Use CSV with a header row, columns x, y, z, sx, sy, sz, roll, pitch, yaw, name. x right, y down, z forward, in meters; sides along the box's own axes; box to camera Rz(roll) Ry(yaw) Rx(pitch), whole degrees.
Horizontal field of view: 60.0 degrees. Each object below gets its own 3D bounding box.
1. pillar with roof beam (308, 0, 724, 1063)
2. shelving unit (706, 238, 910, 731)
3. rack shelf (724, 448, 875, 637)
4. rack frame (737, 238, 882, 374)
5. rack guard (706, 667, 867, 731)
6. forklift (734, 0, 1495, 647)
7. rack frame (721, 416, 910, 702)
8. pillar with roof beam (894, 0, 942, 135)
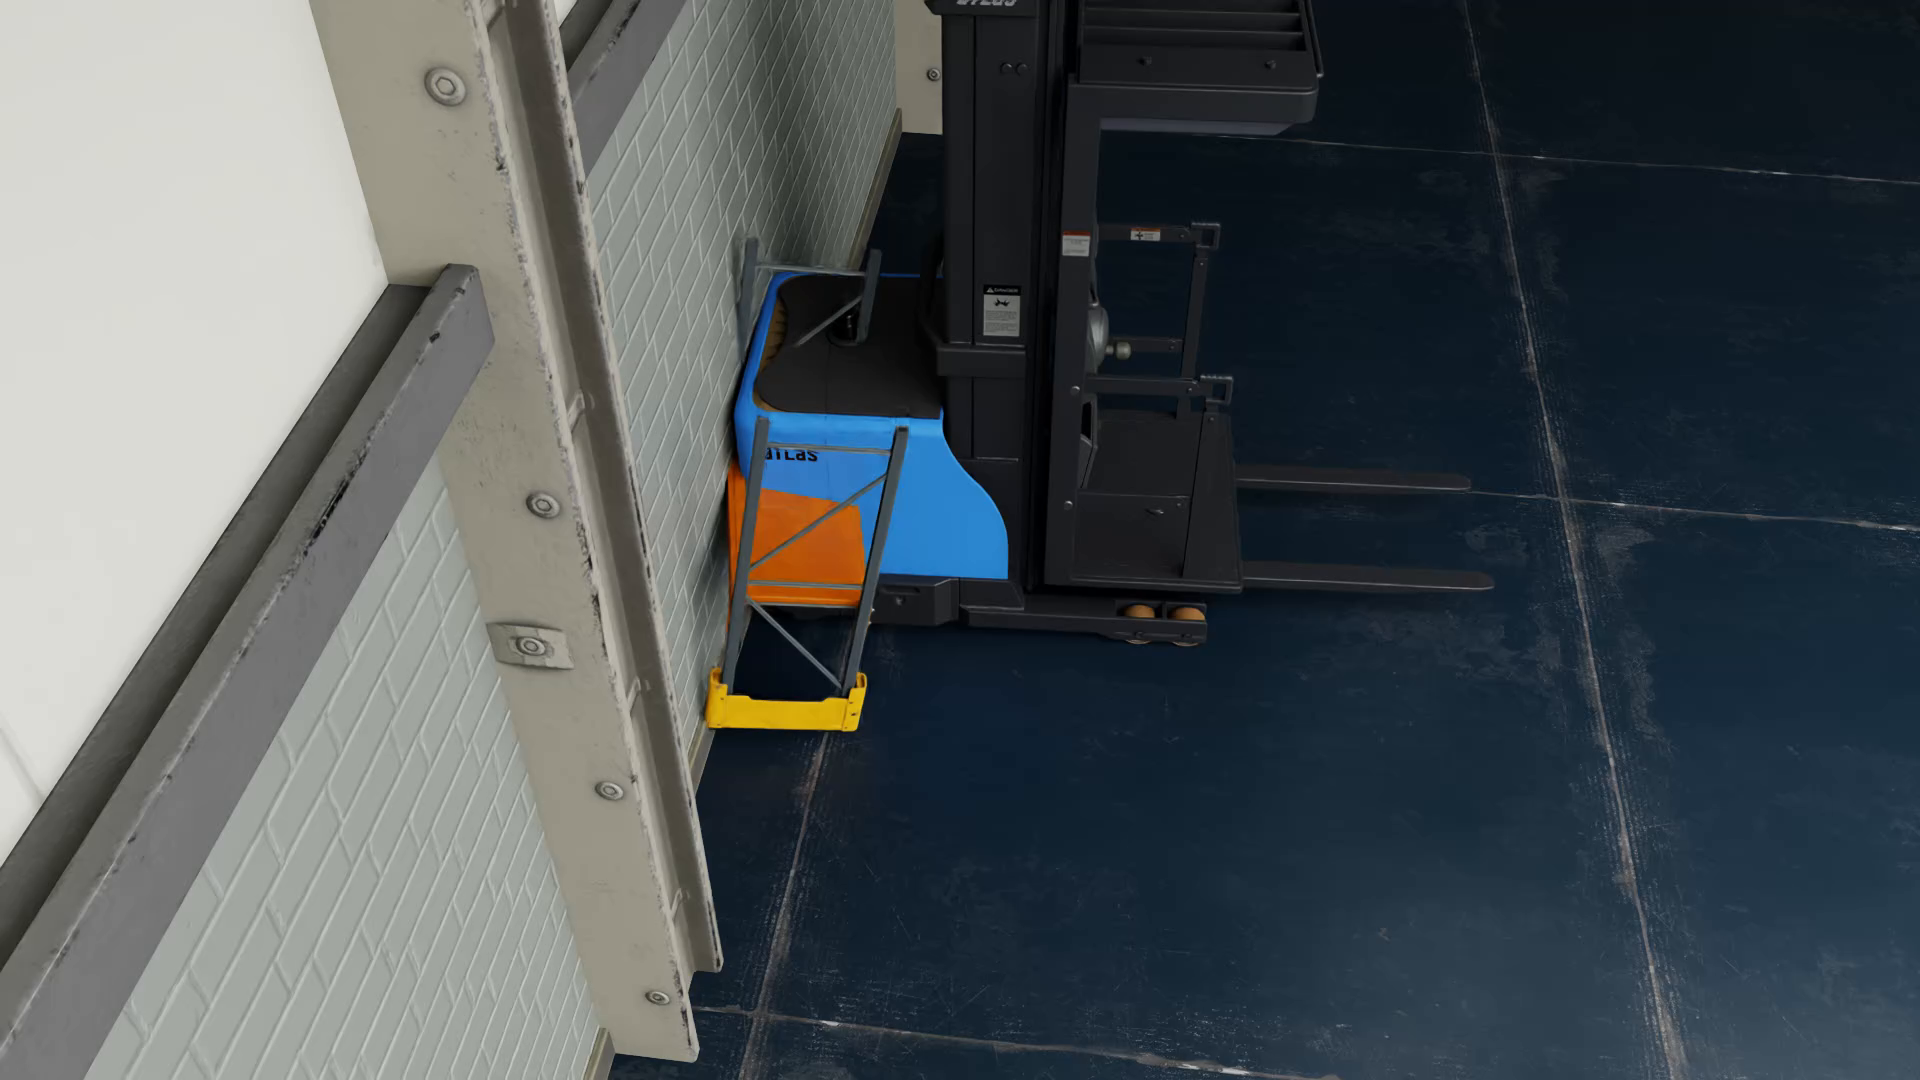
x,y,z,sx,sy,sz,roll,pitch,yaw,name
3.275,-1.315,2.094,9.100,9.000,0.400,5,44,6,pillar with roof beam
-0.610,-0.186,6.263,0.587,1.500,1.083,3,44,-12,shelving unit
-0.644,-0.063,6.390,0.538,0.185,1.000,3,44,-12,rack shelf
-0.673,-0.546,6.629,0.500,1.500,0.032,3,44,-12,rack frame
-0.665,0.608,6.331,0.587,0.250,0.087,3,44,-12,rack guard
0.676,-1.010,6.185,3.031,2.935,1.130,3,44,3,forklift
-0.549,0.162,5.909,0.500,1.500,0.032,3,44,-12,rack frame
4.068,-5.404,6.412,9.100,9.000,0.400,5,44,6,pillar with roof beam
